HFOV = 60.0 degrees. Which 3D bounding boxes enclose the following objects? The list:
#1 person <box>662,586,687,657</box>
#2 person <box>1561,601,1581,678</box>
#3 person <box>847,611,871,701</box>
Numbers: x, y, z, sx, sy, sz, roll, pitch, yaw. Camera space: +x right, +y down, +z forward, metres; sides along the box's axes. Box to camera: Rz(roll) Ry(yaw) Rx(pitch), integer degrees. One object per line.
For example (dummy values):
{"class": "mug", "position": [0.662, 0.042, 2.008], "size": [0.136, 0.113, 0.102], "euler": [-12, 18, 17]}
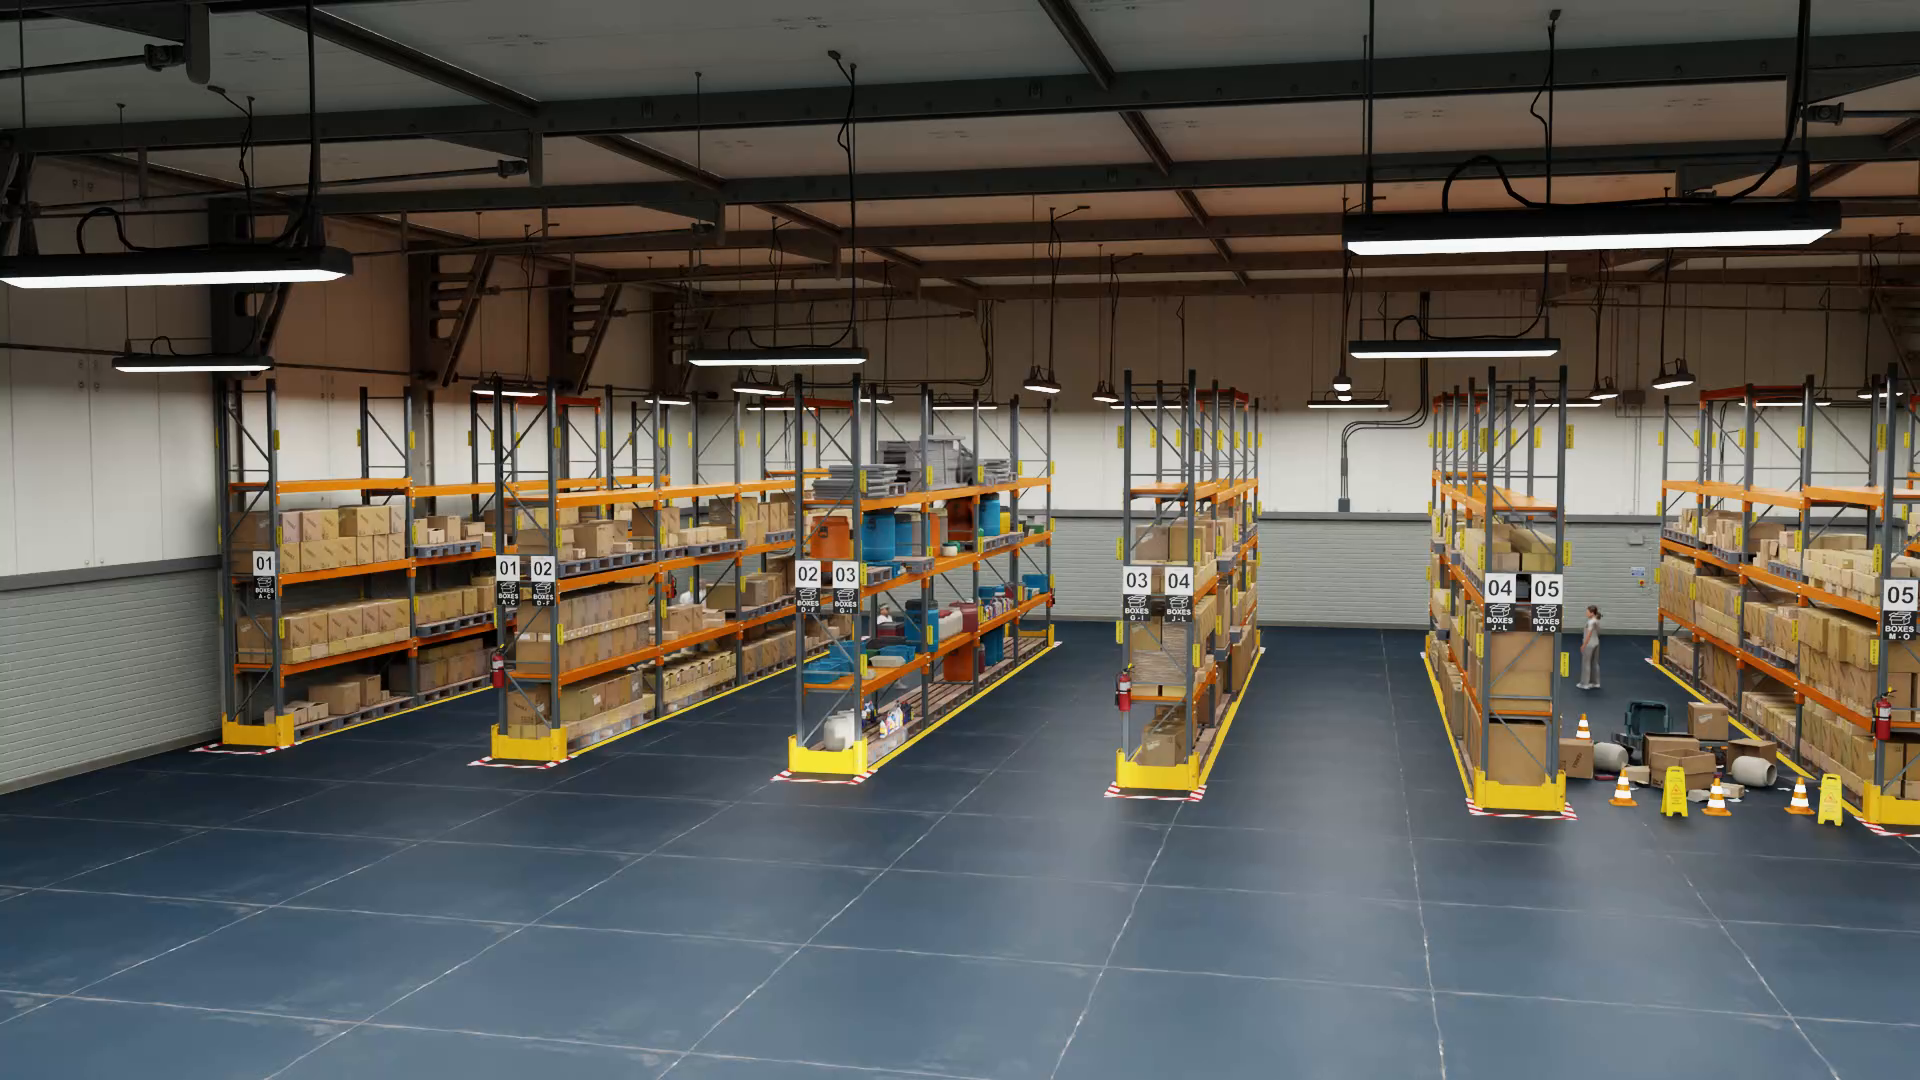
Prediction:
{"class": "person", "position": [-6.365, 1.925, 36.826], "size": [0.732, 1.806, 0.752], "euler": [0, 3, 6]}
{"class": "person", "position": [12.737, 2.105, 34.841], "size": [0.573, 1.634, 0.864], "euler": [0, 3, -5]}
{"class": "person", "position": [-1.826, 2.218, 32.222], "size": [0.668, 1.753, 0.992], "euler": [1, 3, 12]}
